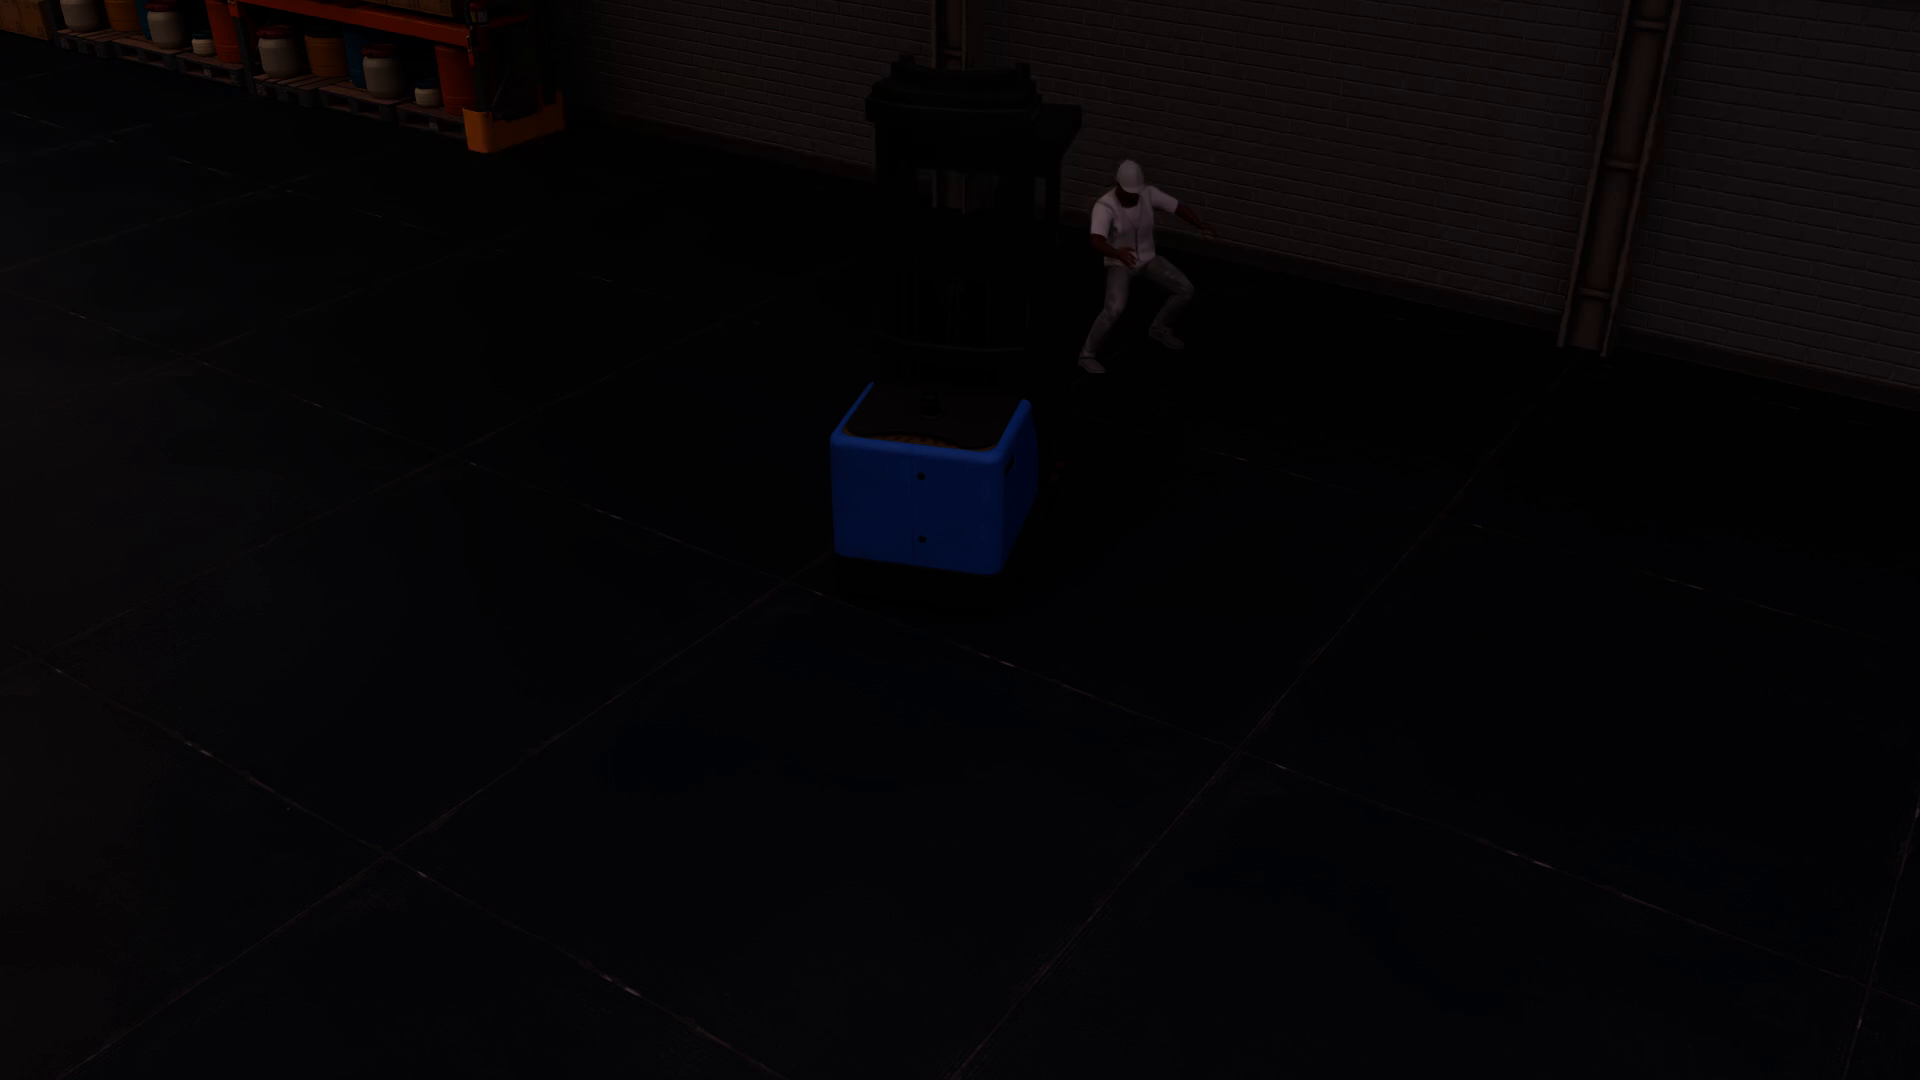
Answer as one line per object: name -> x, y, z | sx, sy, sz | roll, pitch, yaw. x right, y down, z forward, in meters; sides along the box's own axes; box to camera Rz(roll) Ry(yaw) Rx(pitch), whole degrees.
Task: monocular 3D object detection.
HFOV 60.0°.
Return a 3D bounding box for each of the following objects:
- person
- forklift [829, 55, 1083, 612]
person -> 1.388, -2.087, 12.557 | 1.020, 1.550, 0.780 | -11, 32, -18
forklift -> 0.107, -1.579, 10.301 | 1.130, 2.935, 3.031 | 7, 31, 13
